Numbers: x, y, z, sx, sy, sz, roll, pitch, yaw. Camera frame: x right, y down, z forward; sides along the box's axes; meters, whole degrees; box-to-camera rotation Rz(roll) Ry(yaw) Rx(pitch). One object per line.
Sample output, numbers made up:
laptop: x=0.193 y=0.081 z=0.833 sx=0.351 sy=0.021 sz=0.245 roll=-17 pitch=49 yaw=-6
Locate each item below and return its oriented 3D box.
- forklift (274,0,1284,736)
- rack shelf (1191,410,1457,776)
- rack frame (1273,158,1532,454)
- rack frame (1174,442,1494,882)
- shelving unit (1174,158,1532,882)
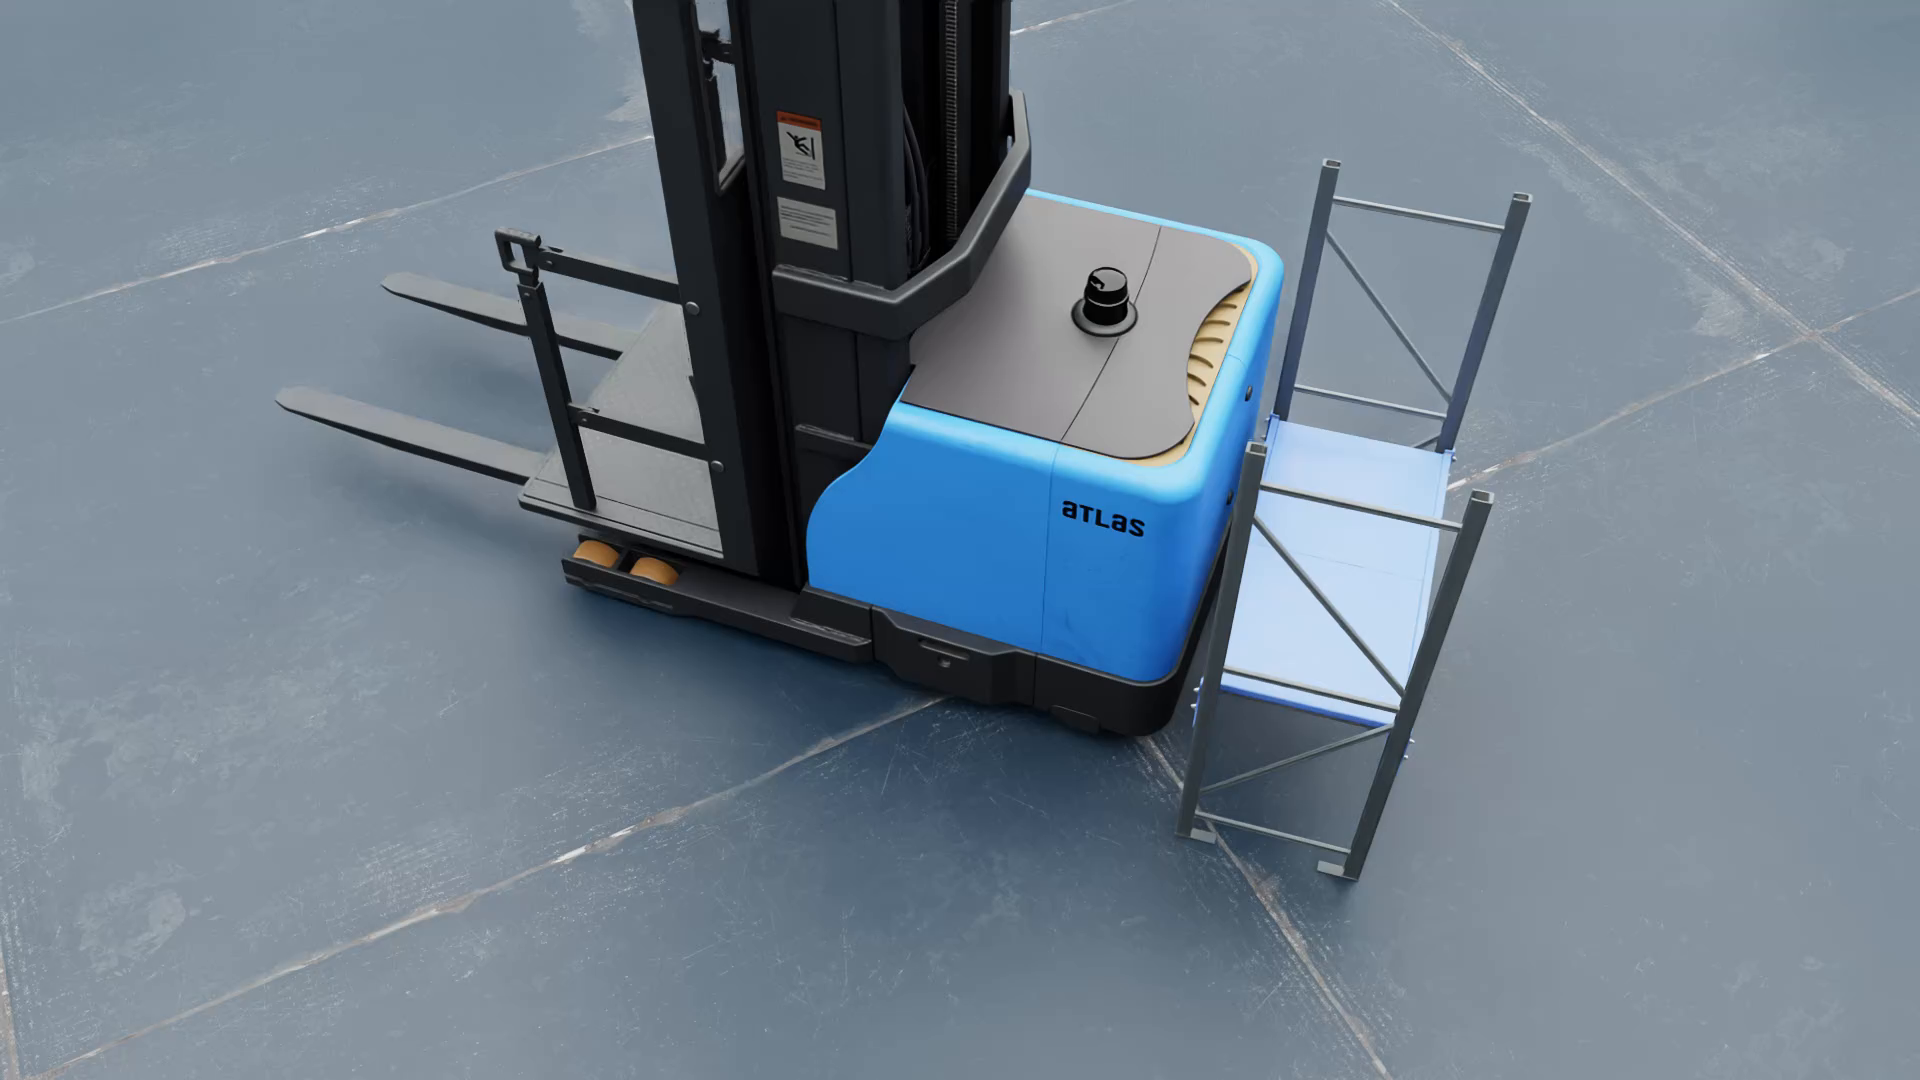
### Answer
forklift: x=-0.674 y=-1.109 z=4.273 sx=3.031 sy=2.935 sz=1.130 roll=16 pitch=51 yaw=13
rack shelf: x=0.978 y=0.108 z=4.398 sx=0.538 sy=0.185 sz=1.000 roll=13 pitch=50 yaw=11
rack frame: x=1.127 y=-0.376 z=4.583 sx=0.500 sy=1.500 sz=0.032 roll=13 pitch=50 yaw=11
rack frame: x=0.830 y=0.356 z=3.943 sx=0.500 sy=1.500 sz=0.032 roll=13 pitch=50 yaw=11
shelving unit: x=0.978 y=-0.010 z=4.263 sx=0.538 sy=1.500 sz=1.048 roll=13 pitch=50 yaw=11
